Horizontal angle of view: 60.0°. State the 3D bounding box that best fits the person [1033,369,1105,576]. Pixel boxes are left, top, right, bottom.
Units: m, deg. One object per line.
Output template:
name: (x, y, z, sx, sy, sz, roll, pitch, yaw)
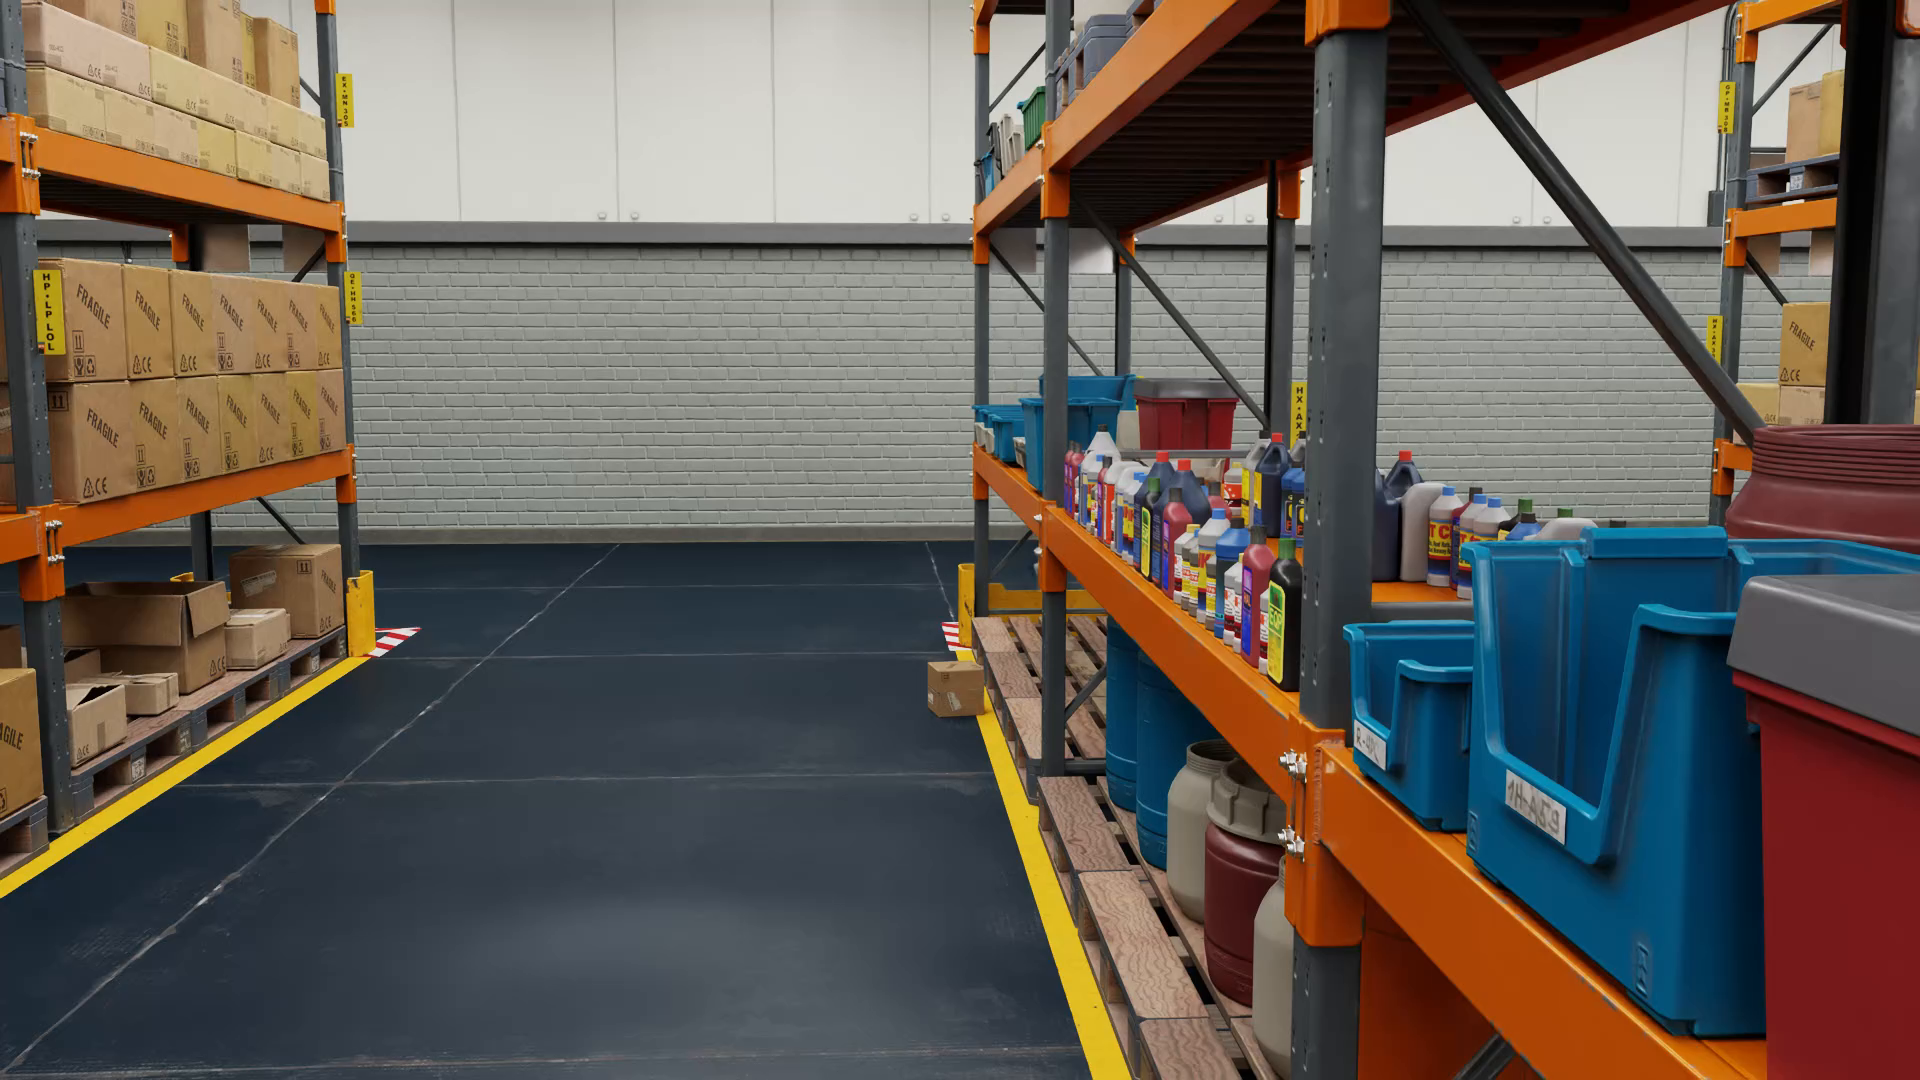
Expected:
person: (0.960, -0.372, 12.103, 0.814, 1.747, 0.529, -1, 7, -10)
